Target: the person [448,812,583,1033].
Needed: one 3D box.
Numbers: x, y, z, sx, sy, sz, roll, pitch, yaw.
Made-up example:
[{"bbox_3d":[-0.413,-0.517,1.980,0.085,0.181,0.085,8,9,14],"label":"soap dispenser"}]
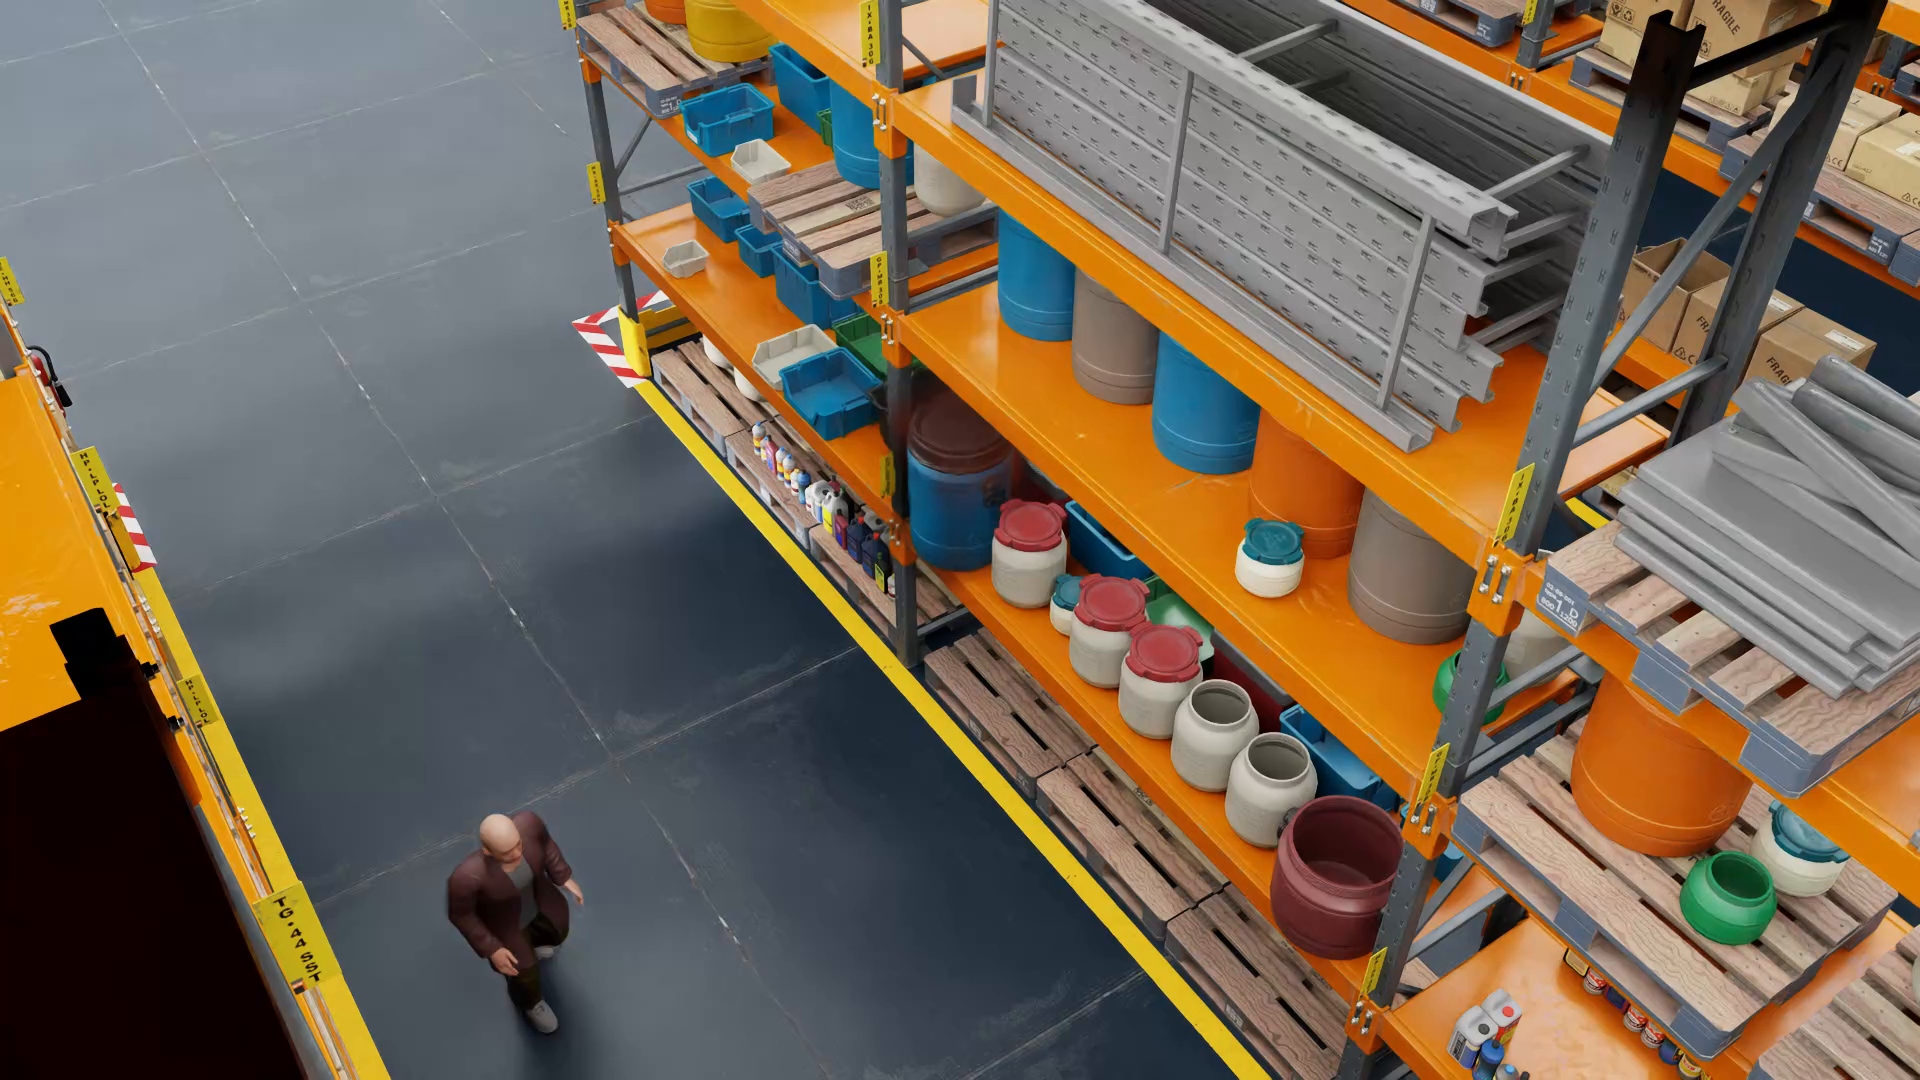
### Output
[{"bbox_3d":[-2.338,1.849,8.483,0.702,1.736,0.652,27,49,26],"label":"person"}]
